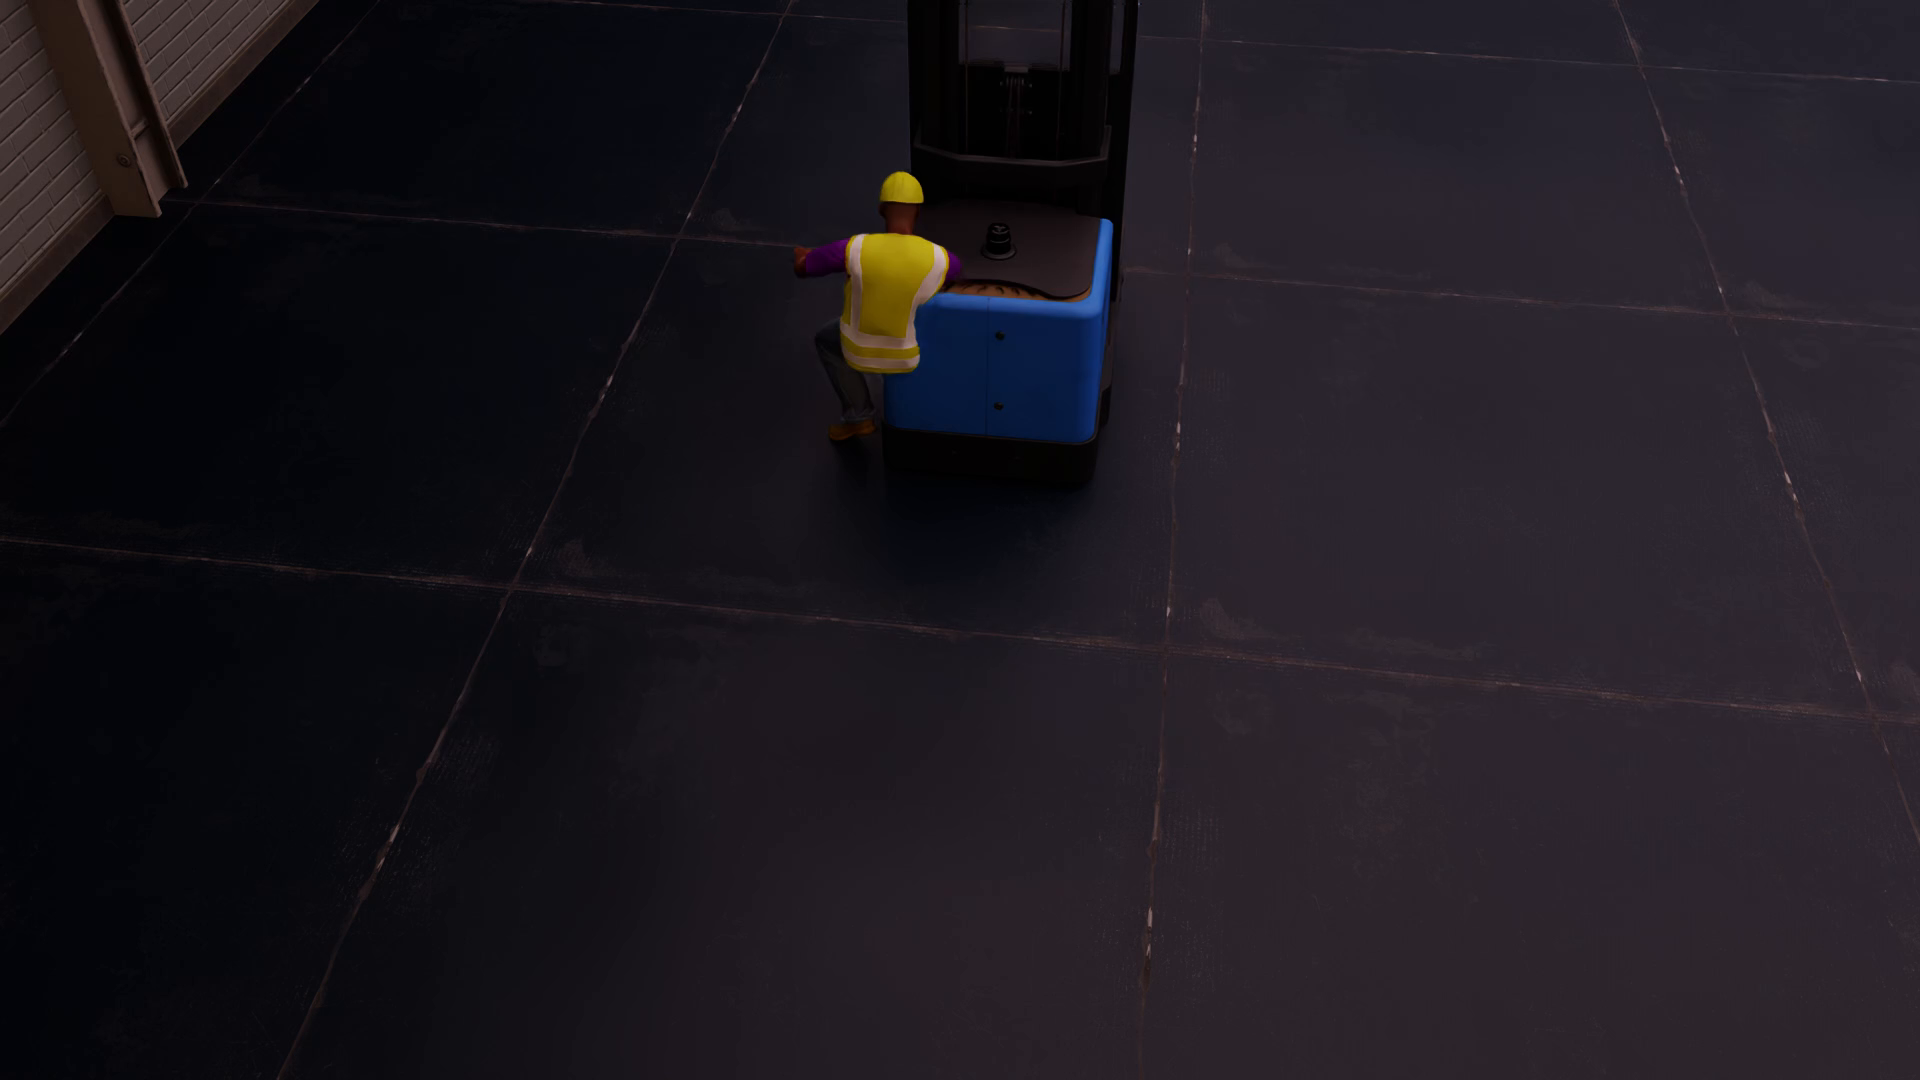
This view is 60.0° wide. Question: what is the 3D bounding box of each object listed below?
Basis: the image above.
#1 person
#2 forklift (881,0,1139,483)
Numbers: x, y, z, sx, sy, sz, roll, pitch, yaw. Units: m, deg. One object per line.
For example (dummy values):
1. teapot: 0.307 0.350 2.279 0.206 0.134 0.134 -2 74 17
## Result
1. person: -0.332 -1.102 7.923 0.997 1.522 0.730 2 43 2
2. forklift: 0.329 -2.357 8.290 1.130 2.935 3.031 5 43 6
